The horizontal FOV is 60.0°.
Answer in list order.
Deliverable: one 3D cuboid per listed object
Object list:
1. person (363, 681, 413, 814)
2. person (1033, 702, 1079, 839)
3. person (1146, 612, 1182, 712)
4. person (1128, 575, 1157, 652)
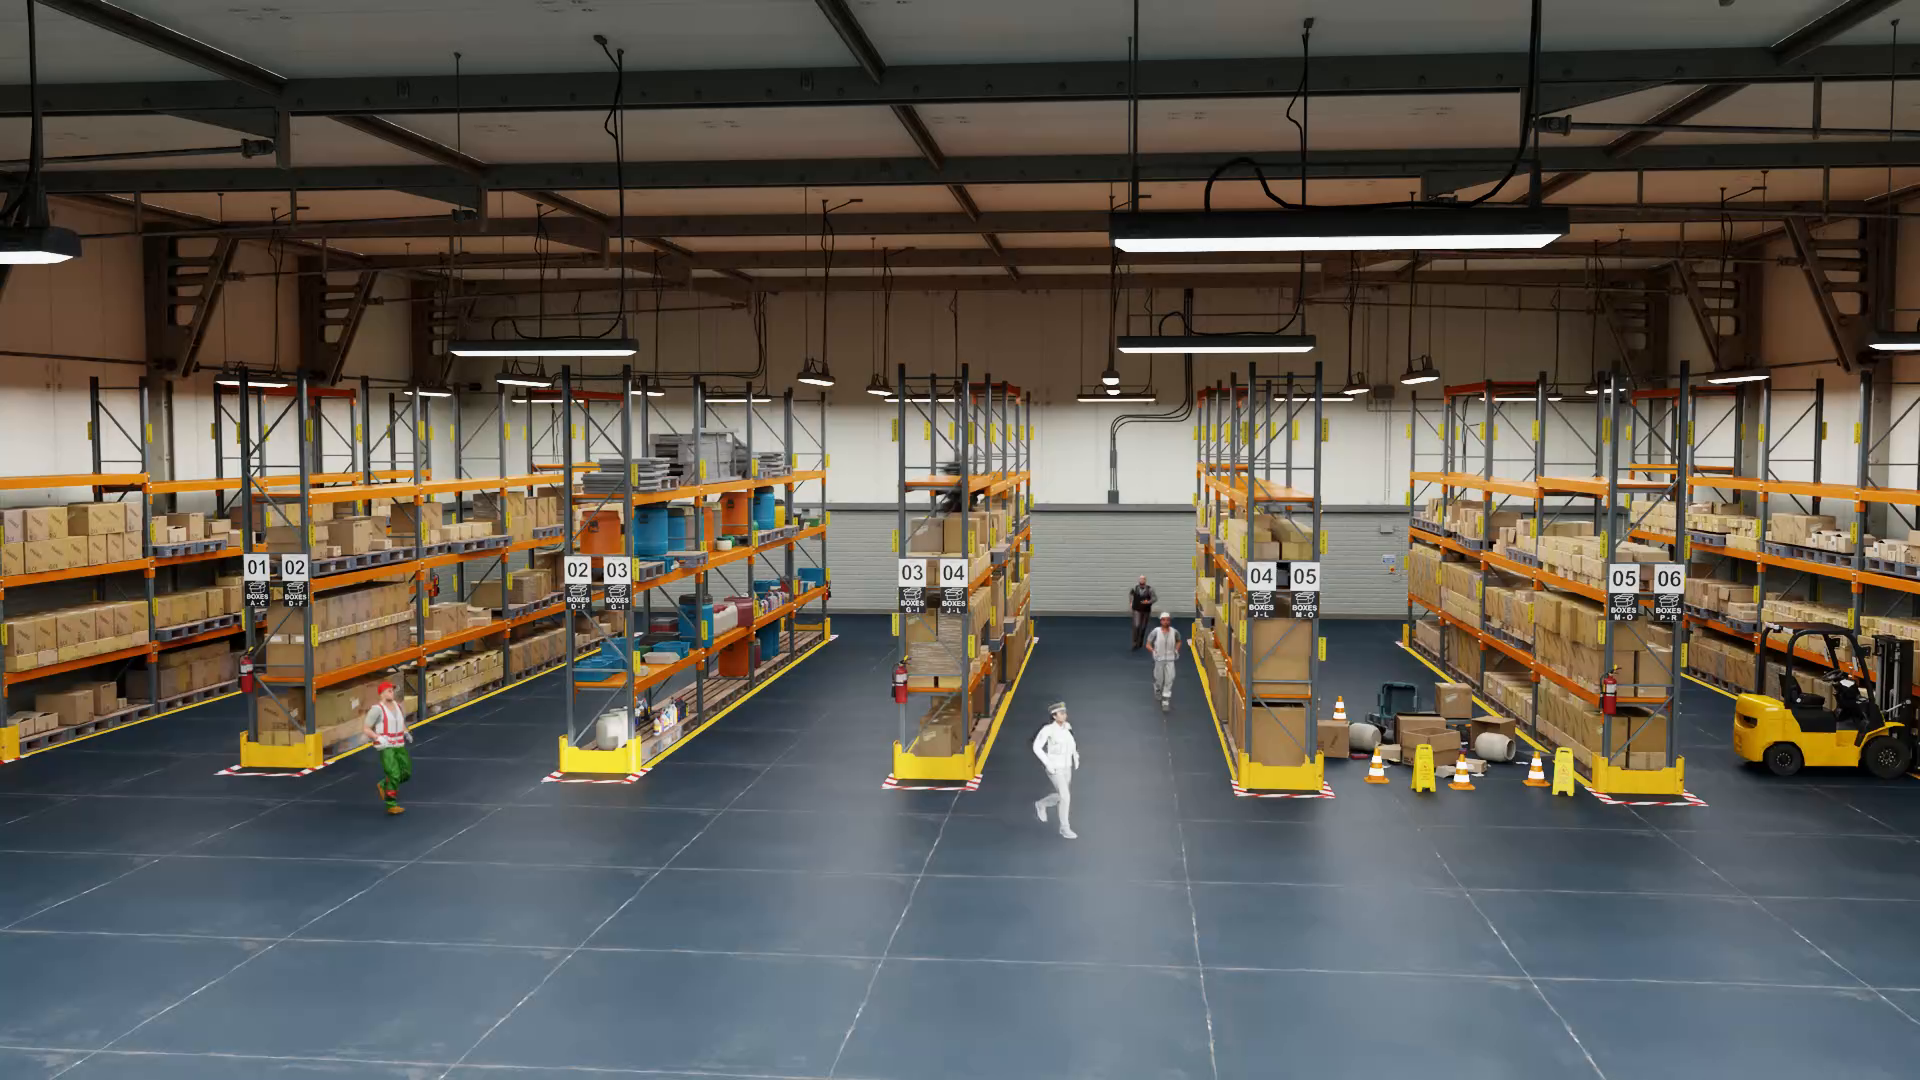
[{"bbox_3d":[-7.542,2.725,21.927,0.621,1.736,0.653,2,4,30],"label":"person"},{"bbox_3d":[1.197,2.843,20.808,0.637,1.681,0.743,-3,5,-44],"label":"person"},{"bbox_3d":[3.696,2.182,30.030,0.667,1.763,0.860,0,4,-3],"label":"person"},{"bbox_3d":[4.216,1.689,38.378,0.661,1.777,0.766,0,4,6],"label":"person"}]
